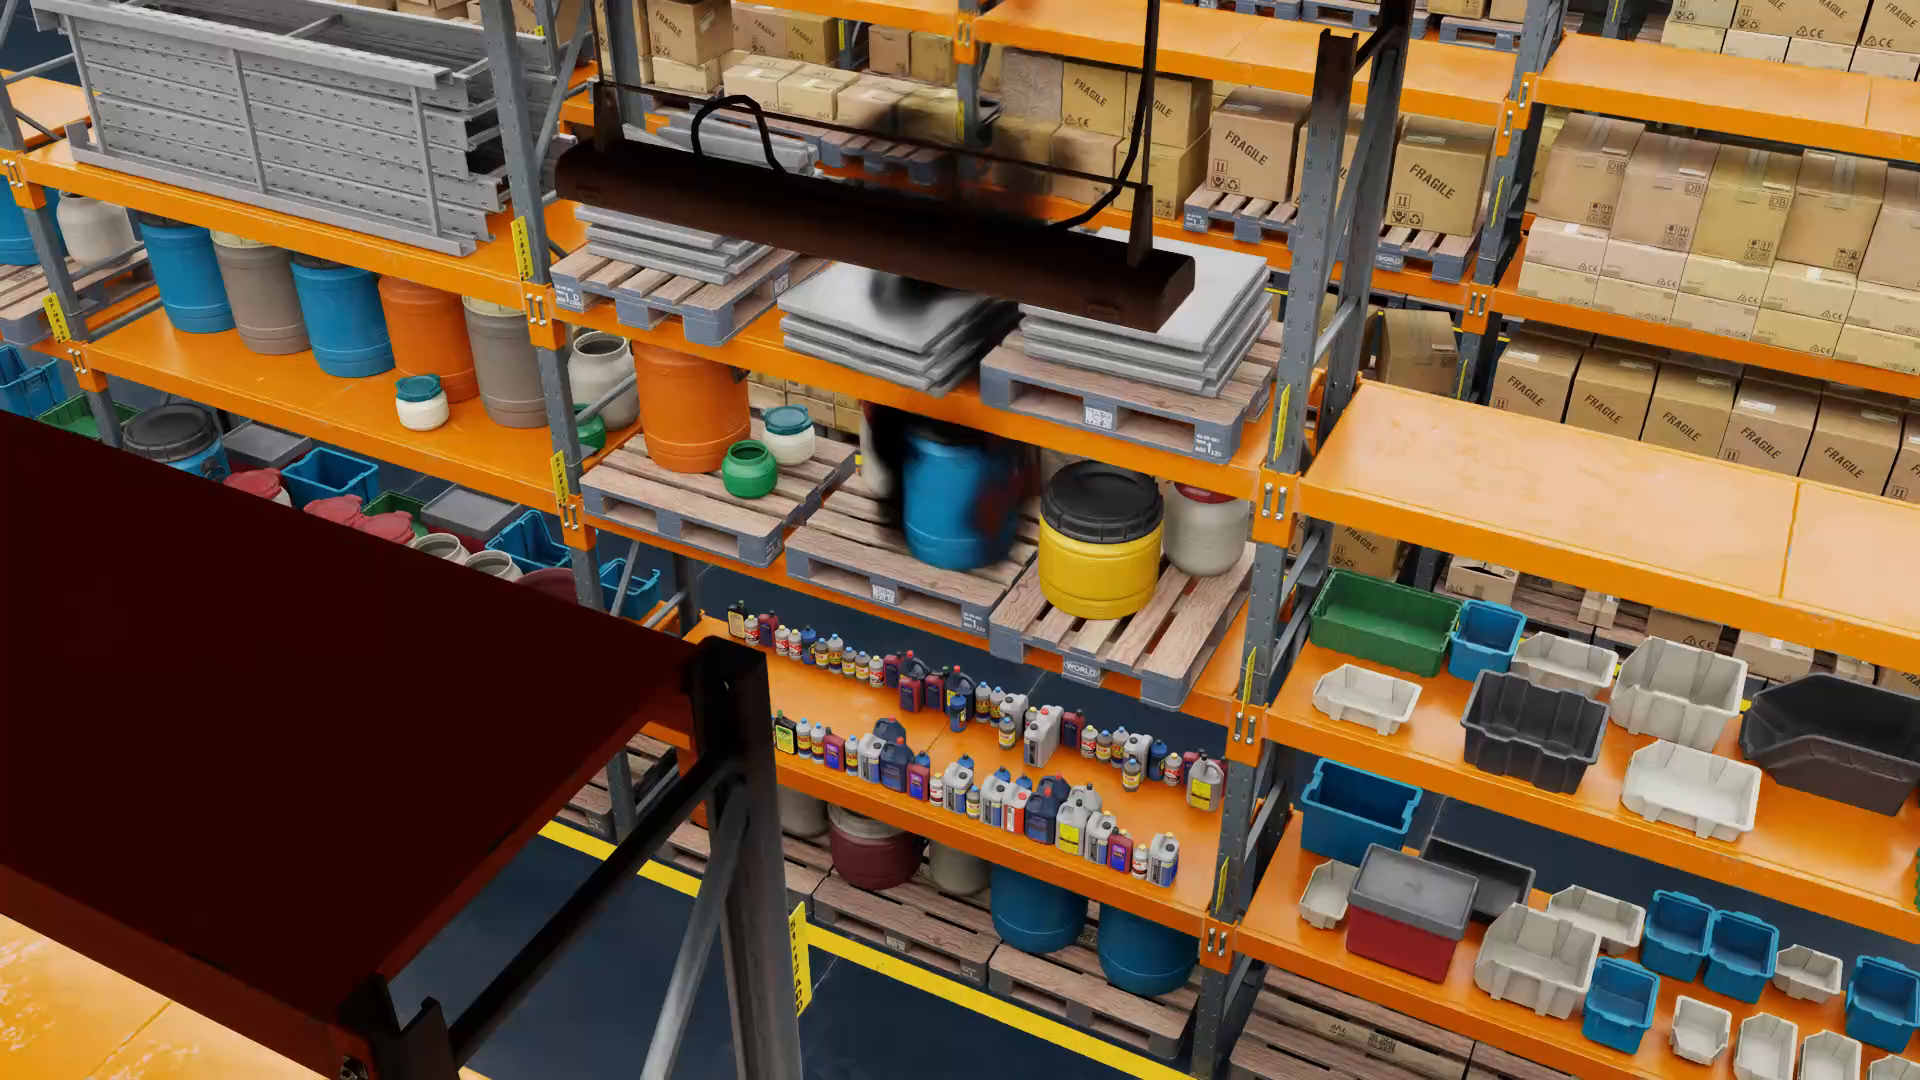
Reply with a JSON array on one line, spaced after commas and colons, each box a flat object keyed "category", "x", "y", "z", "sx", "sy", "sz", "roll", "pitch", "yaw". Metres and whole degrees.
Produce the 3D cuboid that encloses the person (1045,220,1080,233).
[{"category": "person", "x": 1.048, "y": -2.745, "z": 16.266, "sx": 0.704, "sy": 1.743, "sz": 0.687, "roll": 10, "pitch": 36, "yaw": 14}]
